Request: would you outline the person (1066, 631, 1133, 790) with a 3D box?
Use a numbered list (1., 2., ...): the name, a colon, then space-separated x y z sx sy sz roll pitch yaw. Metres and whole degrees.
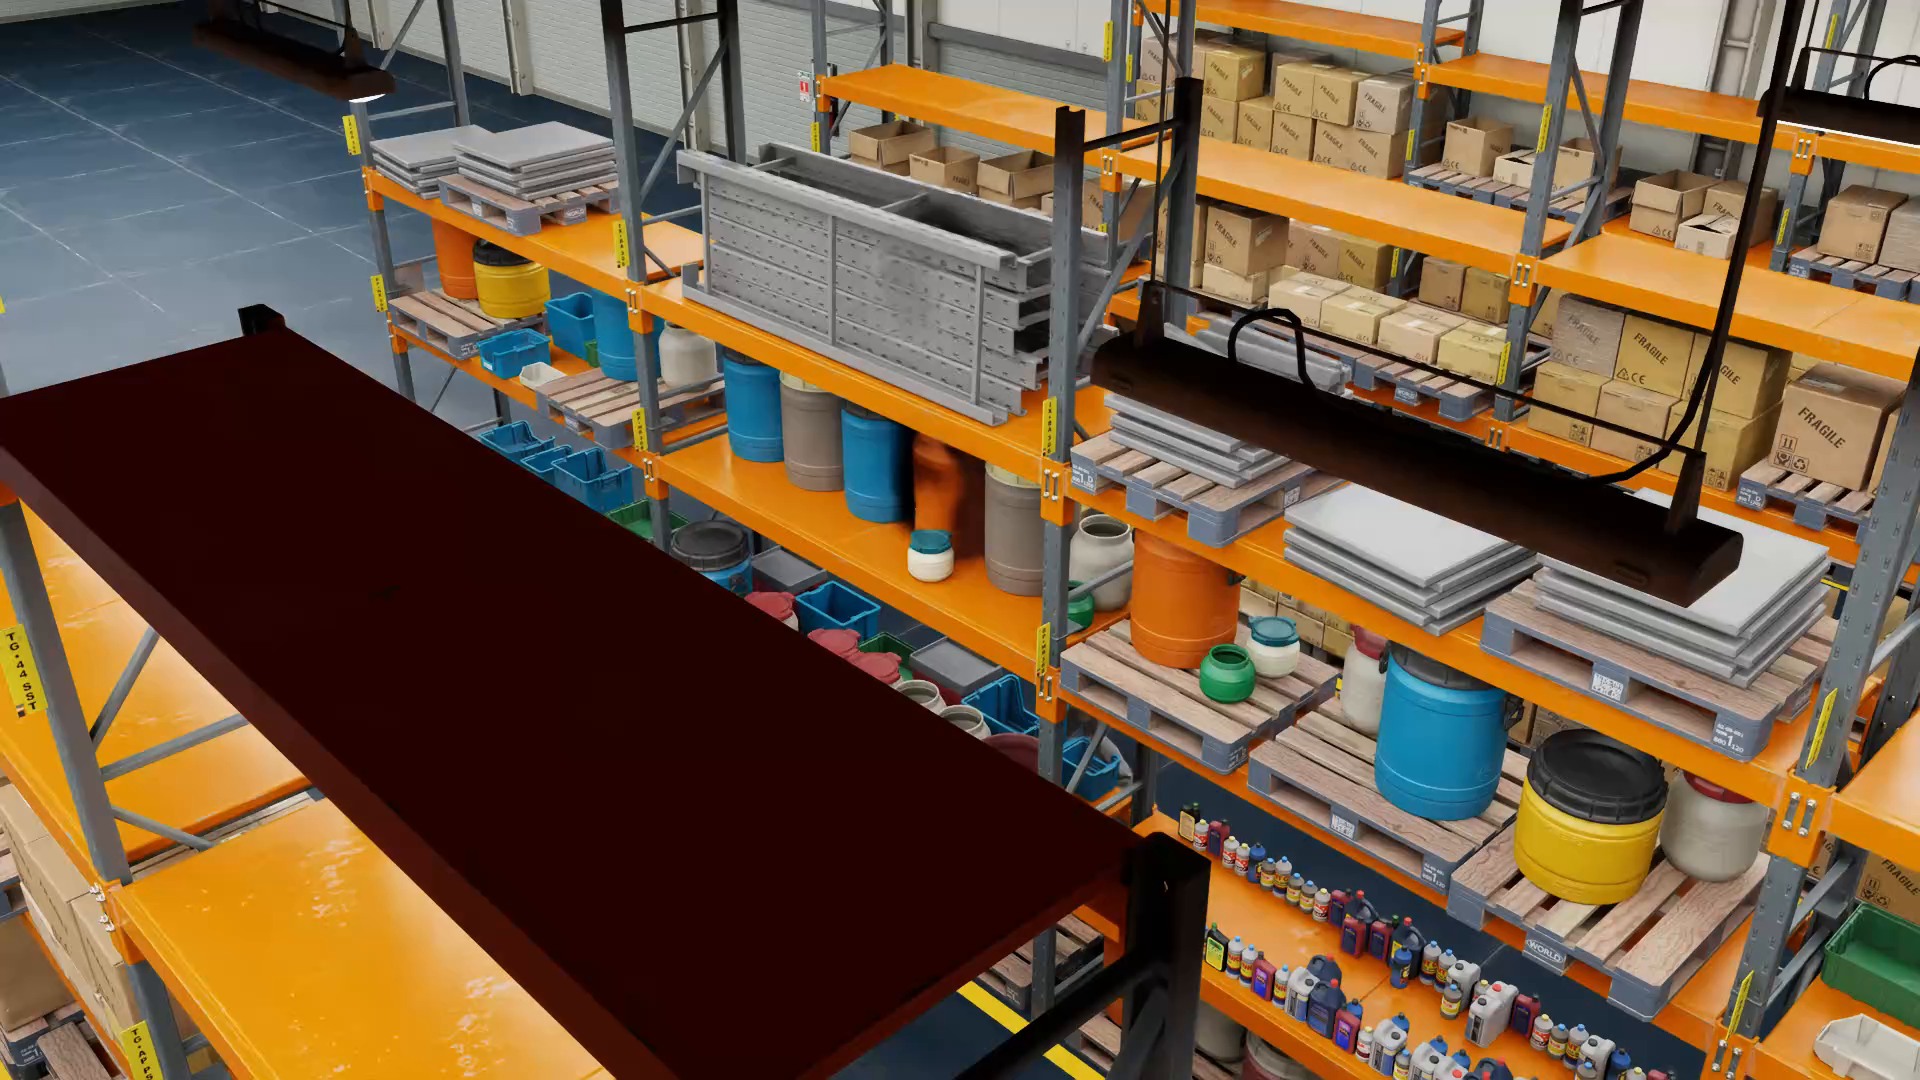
1. person: 1.054 1.204 12.757 0.830 1.749 0.635 15 32 26
